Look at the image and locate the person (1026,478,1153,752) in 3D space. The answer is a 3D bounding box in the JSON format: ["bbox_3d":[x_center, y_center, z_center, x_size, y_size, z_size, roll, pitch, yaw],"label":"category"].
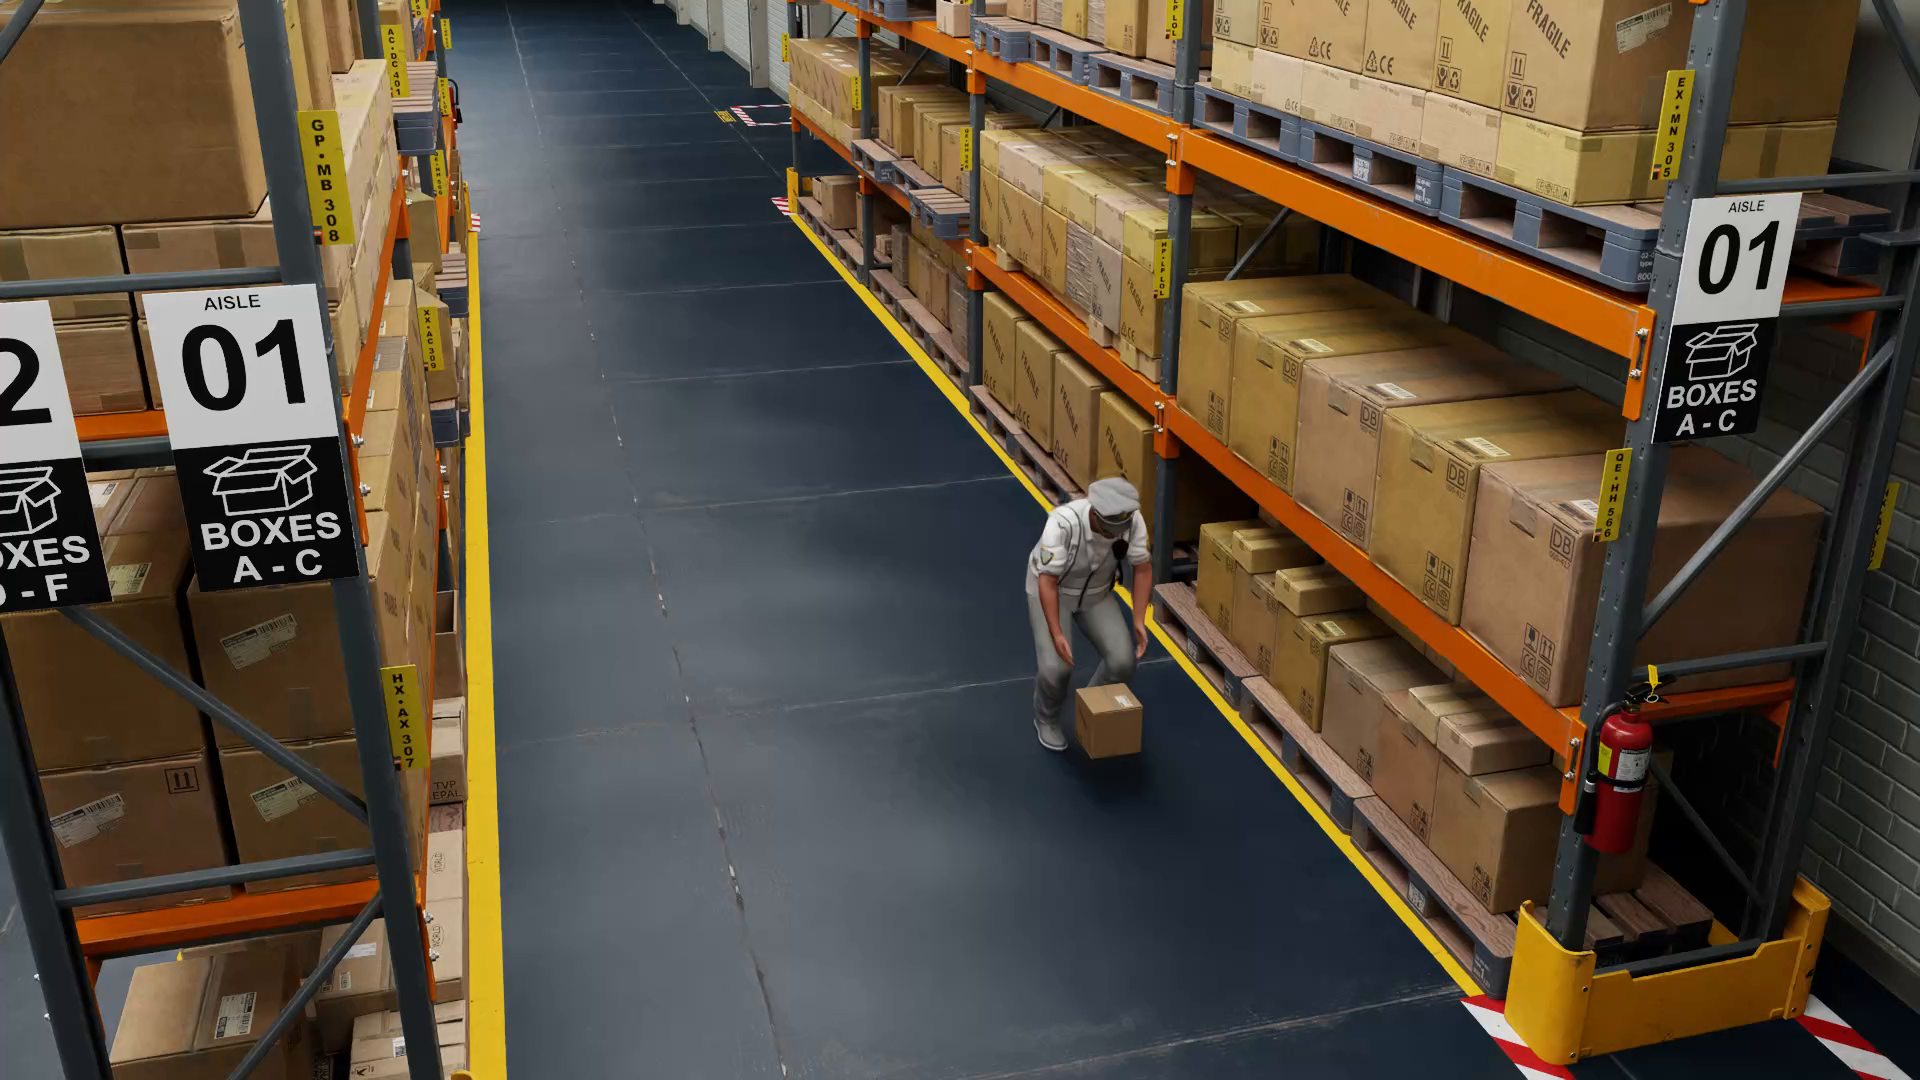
[{"bbox_3d":[0.636,0.326,8.188,0.590,1.469,0.771,-6,24,-14],"label":"person"}]
